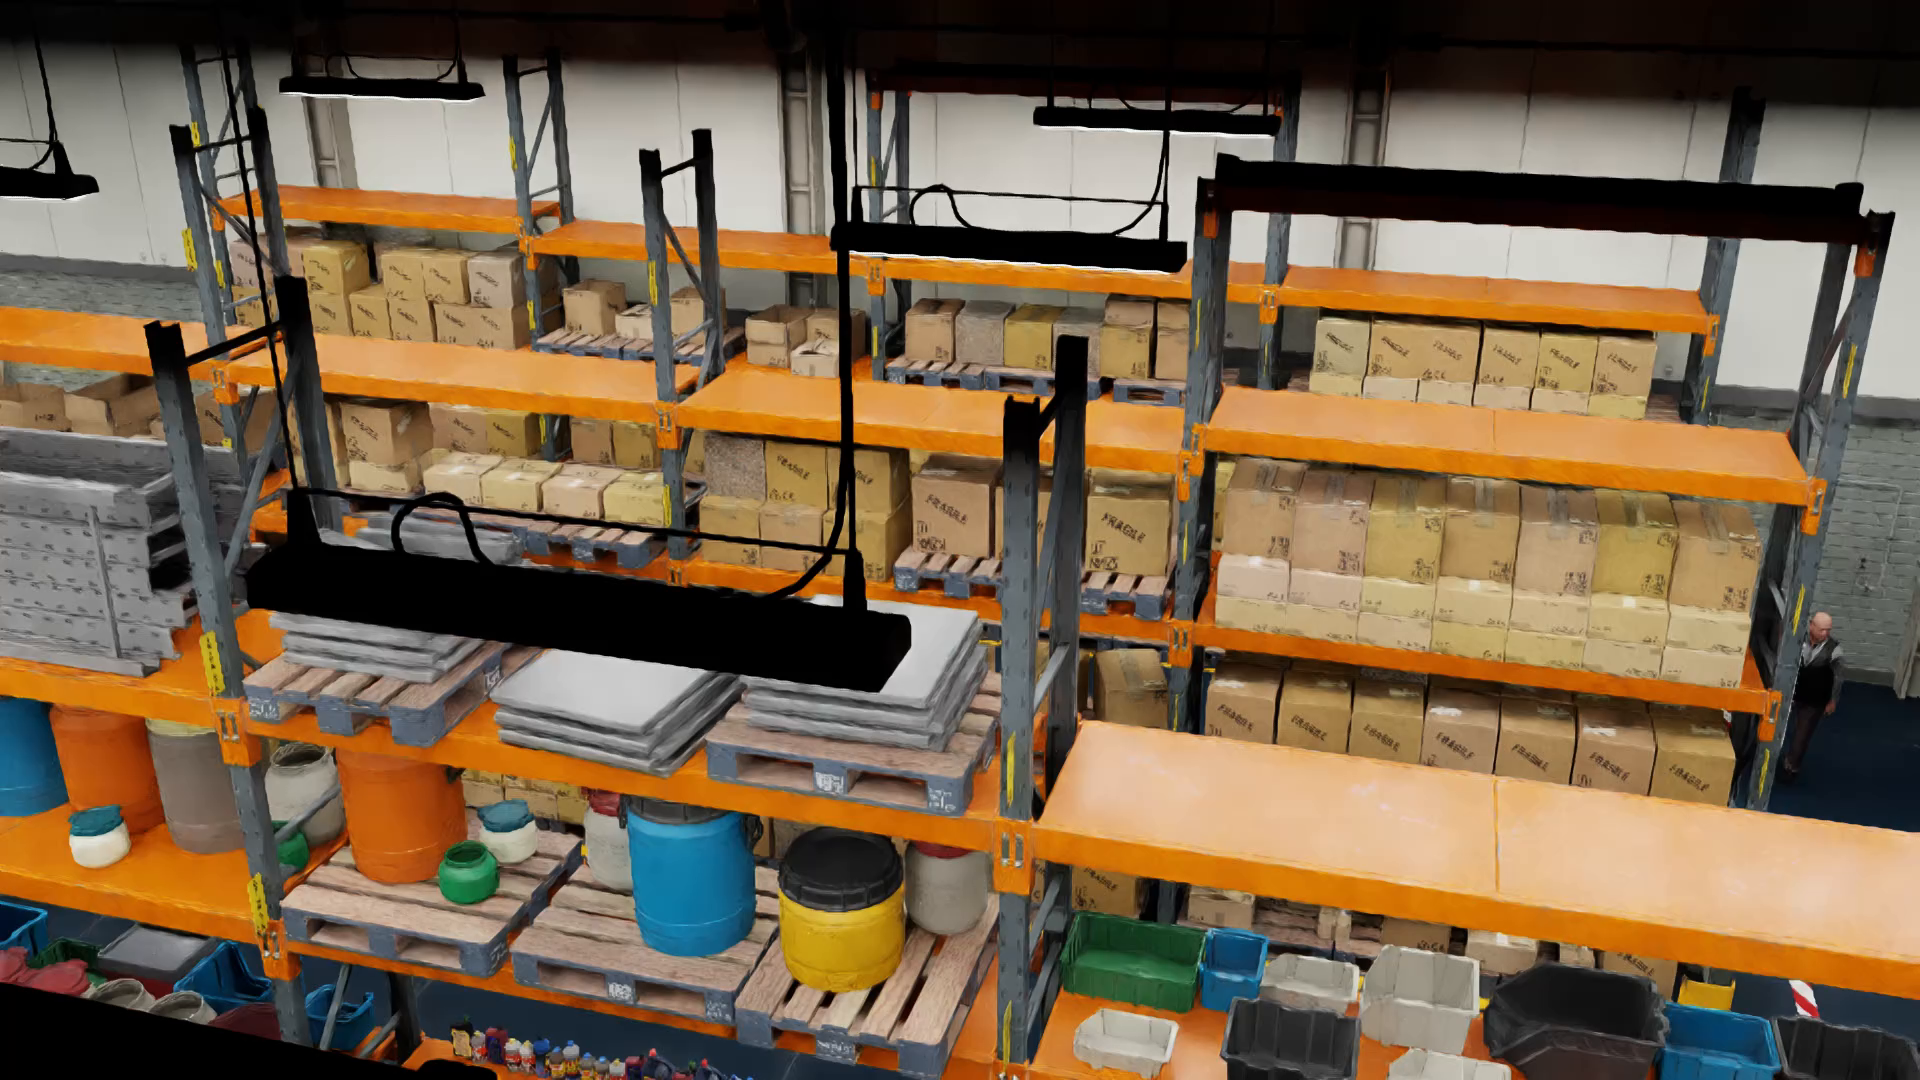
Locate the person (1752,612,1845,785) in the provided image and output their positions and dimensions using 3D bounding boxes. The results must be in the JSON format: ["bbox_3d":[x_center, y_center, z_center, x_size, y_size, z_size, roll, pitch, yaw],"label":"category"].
[{"bbox_3d":[7.616,1.401,15.147,0.698,1.713,0.471,19,29,38],"label":"person"}]
